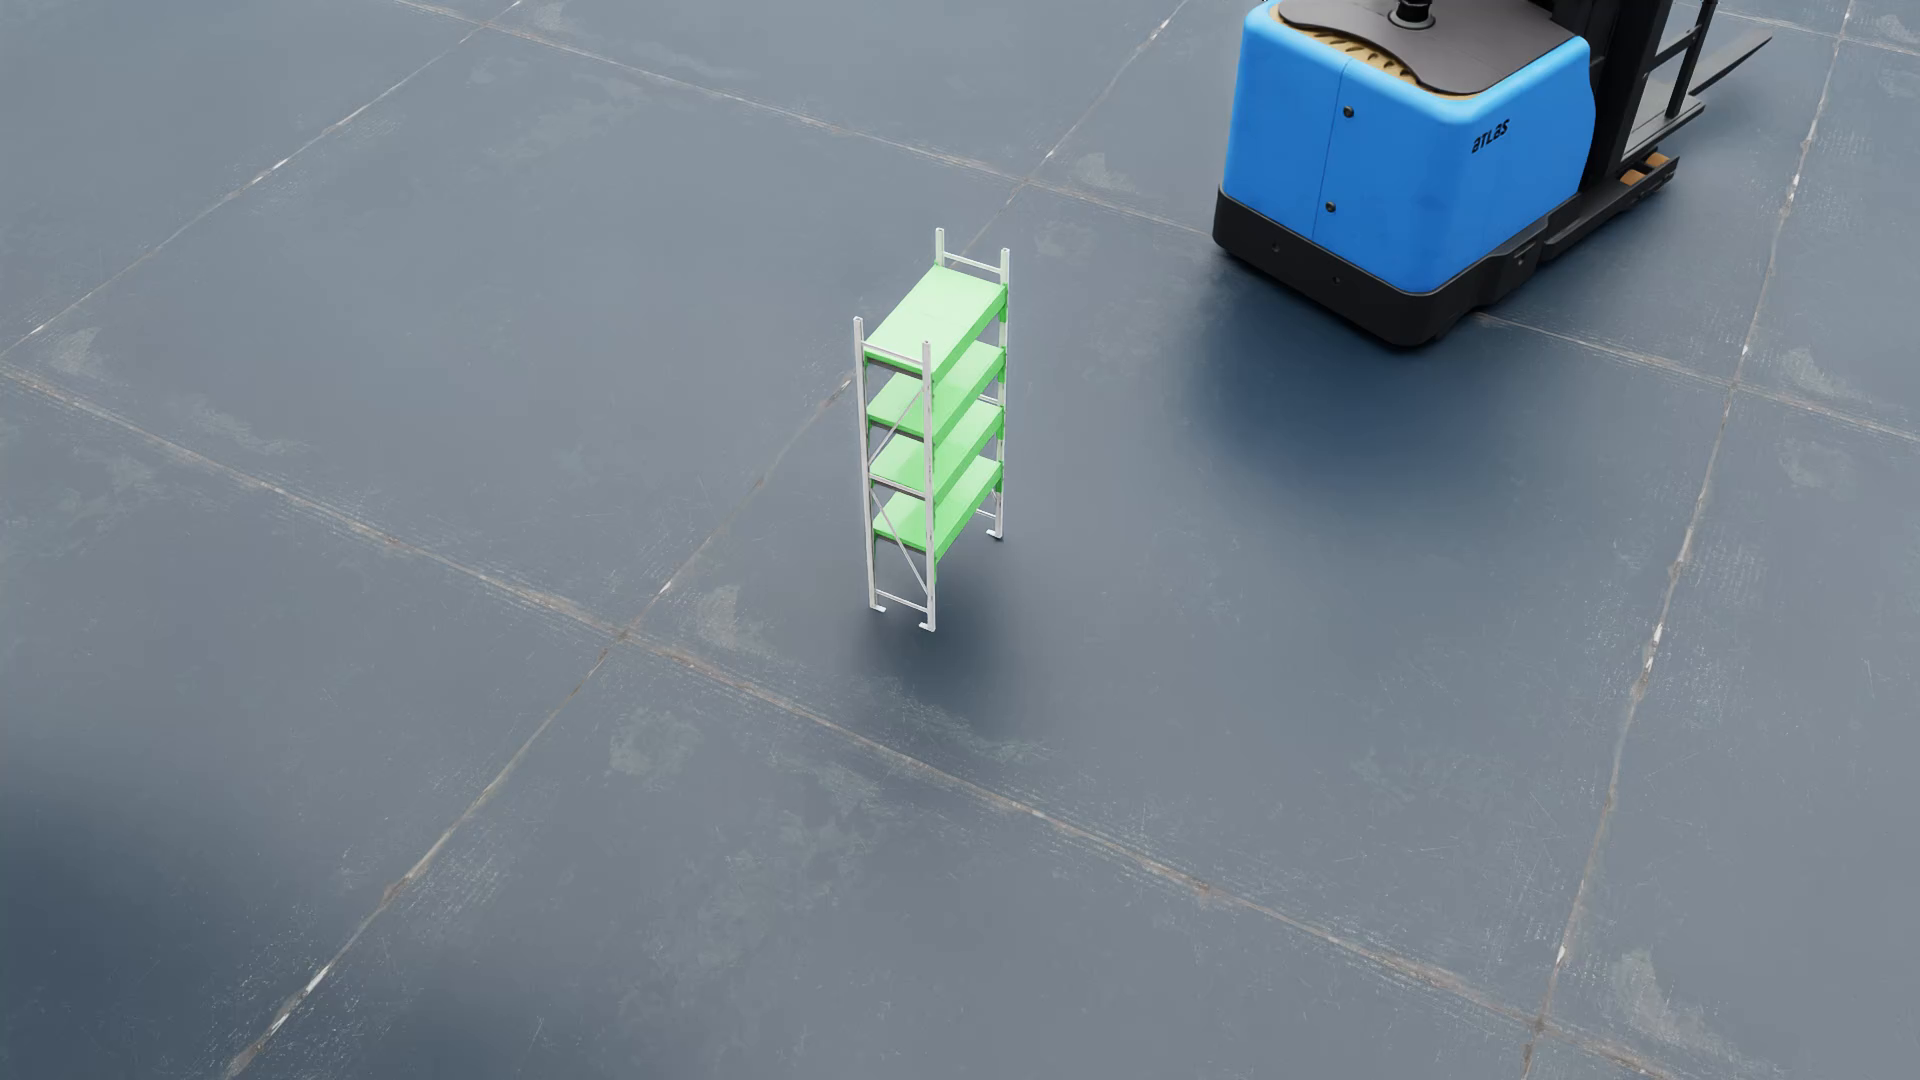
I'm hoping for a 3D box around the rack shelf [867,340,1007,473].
[{"bbox_3d":[-0.077,-0.441,5.095,0.258,0.148,0.480,20,49,19],"label":"rack shelf"}]

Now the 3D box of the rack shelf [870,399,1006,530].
[{"bbox_3d":[-0.077,-0.273,5.266,0.258,0.148,0.480,20,49,19],"label":"rack shelf"}]

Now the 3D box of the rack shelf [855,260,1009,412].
[{"bbox_3d":[-0.077,-0.610,4.924,0.258,0.148,0.480,20,49,19],"label":"rack shelf"}]

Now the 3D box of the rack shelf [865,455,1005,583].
[{"bbox_3d":[-0.077,-0.104,5.436,0.258,0.148,0.480,20,49,19],"label":"rack shelf"}]

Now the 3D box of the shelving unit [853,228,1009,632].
[{"bbox_3d":[-0.077,-0.317,5.220,0.258,1.200,0.503,20,49,19],"label":"shelving unit"}]

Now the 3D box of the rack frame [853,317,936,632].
[{"bbox_3d":[-0.190,-0.164,5.068,0.240,1.200,0.015,20,49,19],"label":"rack frame"}]

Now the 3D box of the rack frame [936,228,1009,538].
[{"bbox_3d":[0.036,-0.471,5.372,0.240,1.200,0.015,20,49,19],"label":"rack frame"}]

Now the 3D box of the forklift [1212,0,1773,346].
[{"bbox_3d":[2.471,-2.697,6.355,3.031,2.935,1.130,-33,54,-28],"label":"forklift"}]
